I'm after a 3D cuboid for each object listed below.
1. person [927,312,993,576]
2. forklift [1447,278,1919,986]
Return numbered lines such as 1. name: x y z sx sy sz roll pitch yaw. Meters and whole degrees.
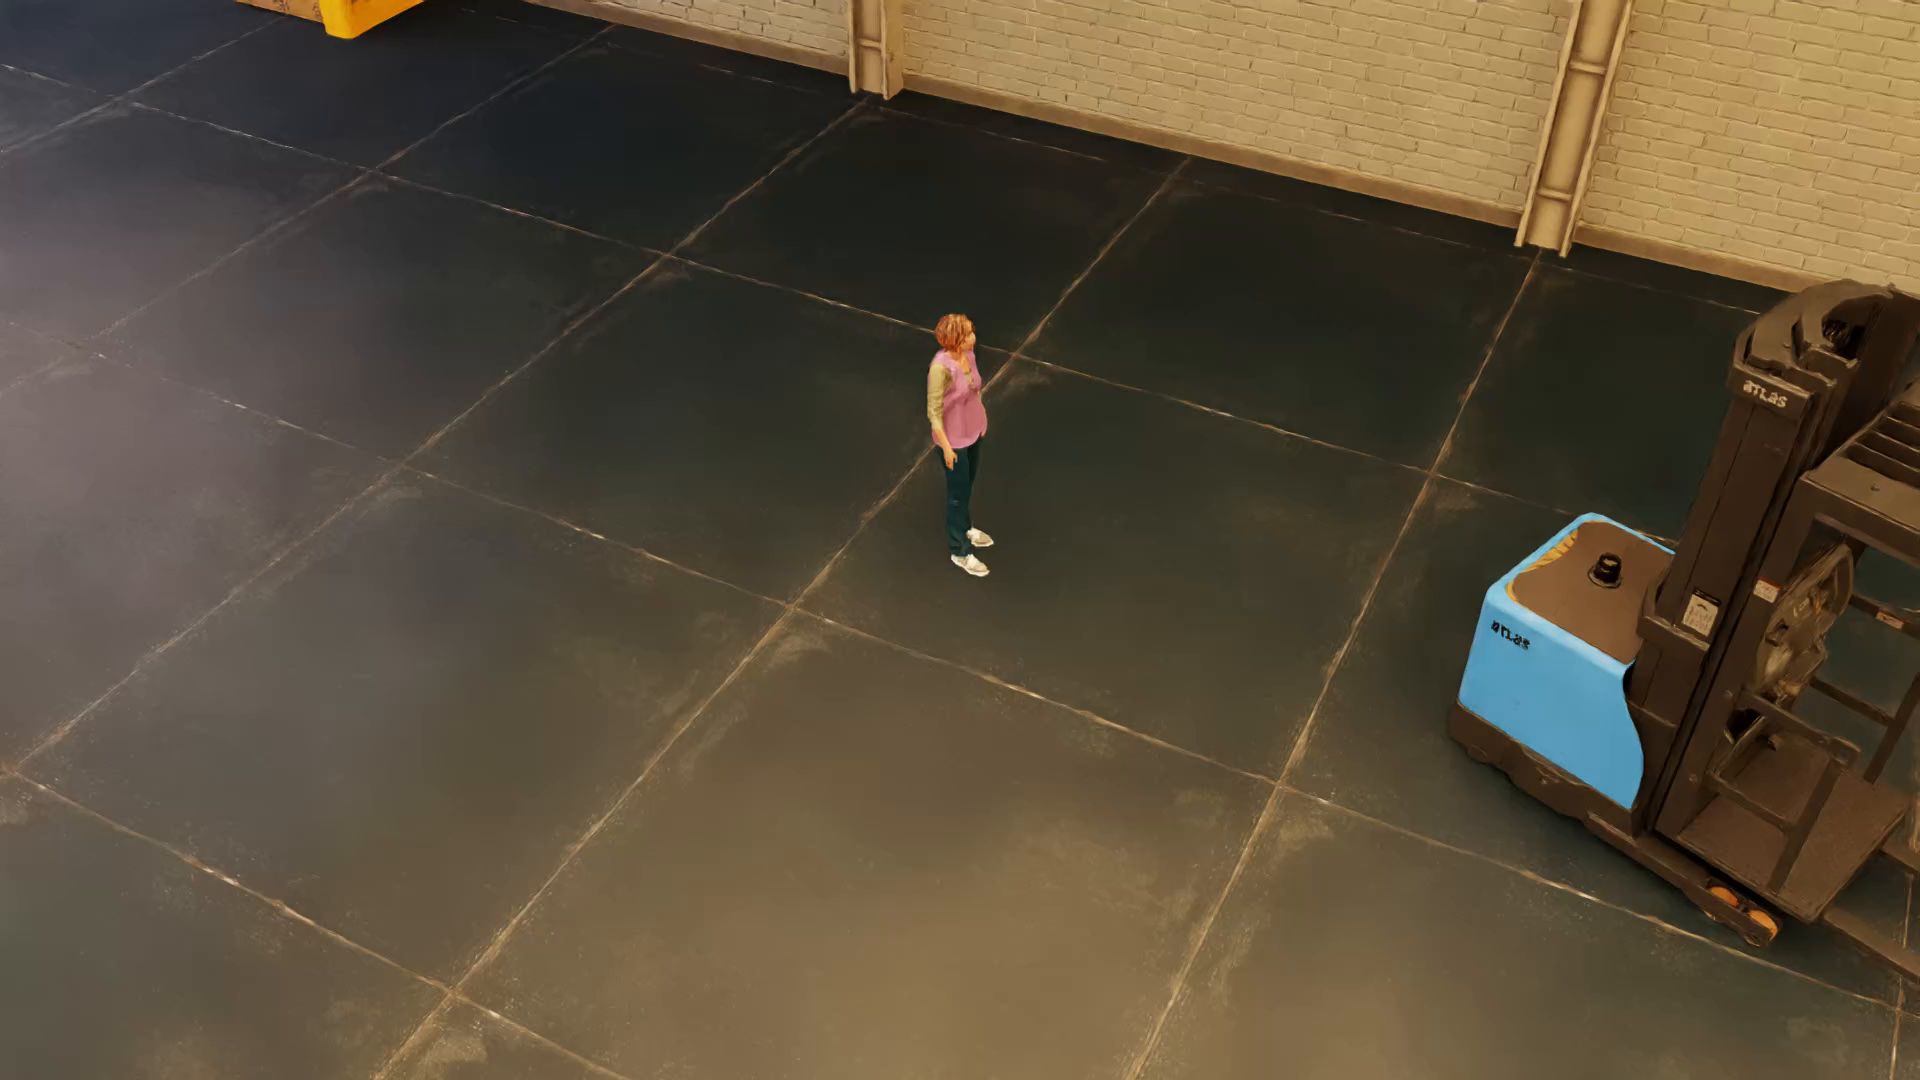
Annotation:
1. person: 0.060 -0.586 9.707 0.474 1.597 0.520 18 43 21
2. forklift: 3.985 0.441 7.463 1.130 2.935 3.031 -31 49 -31
